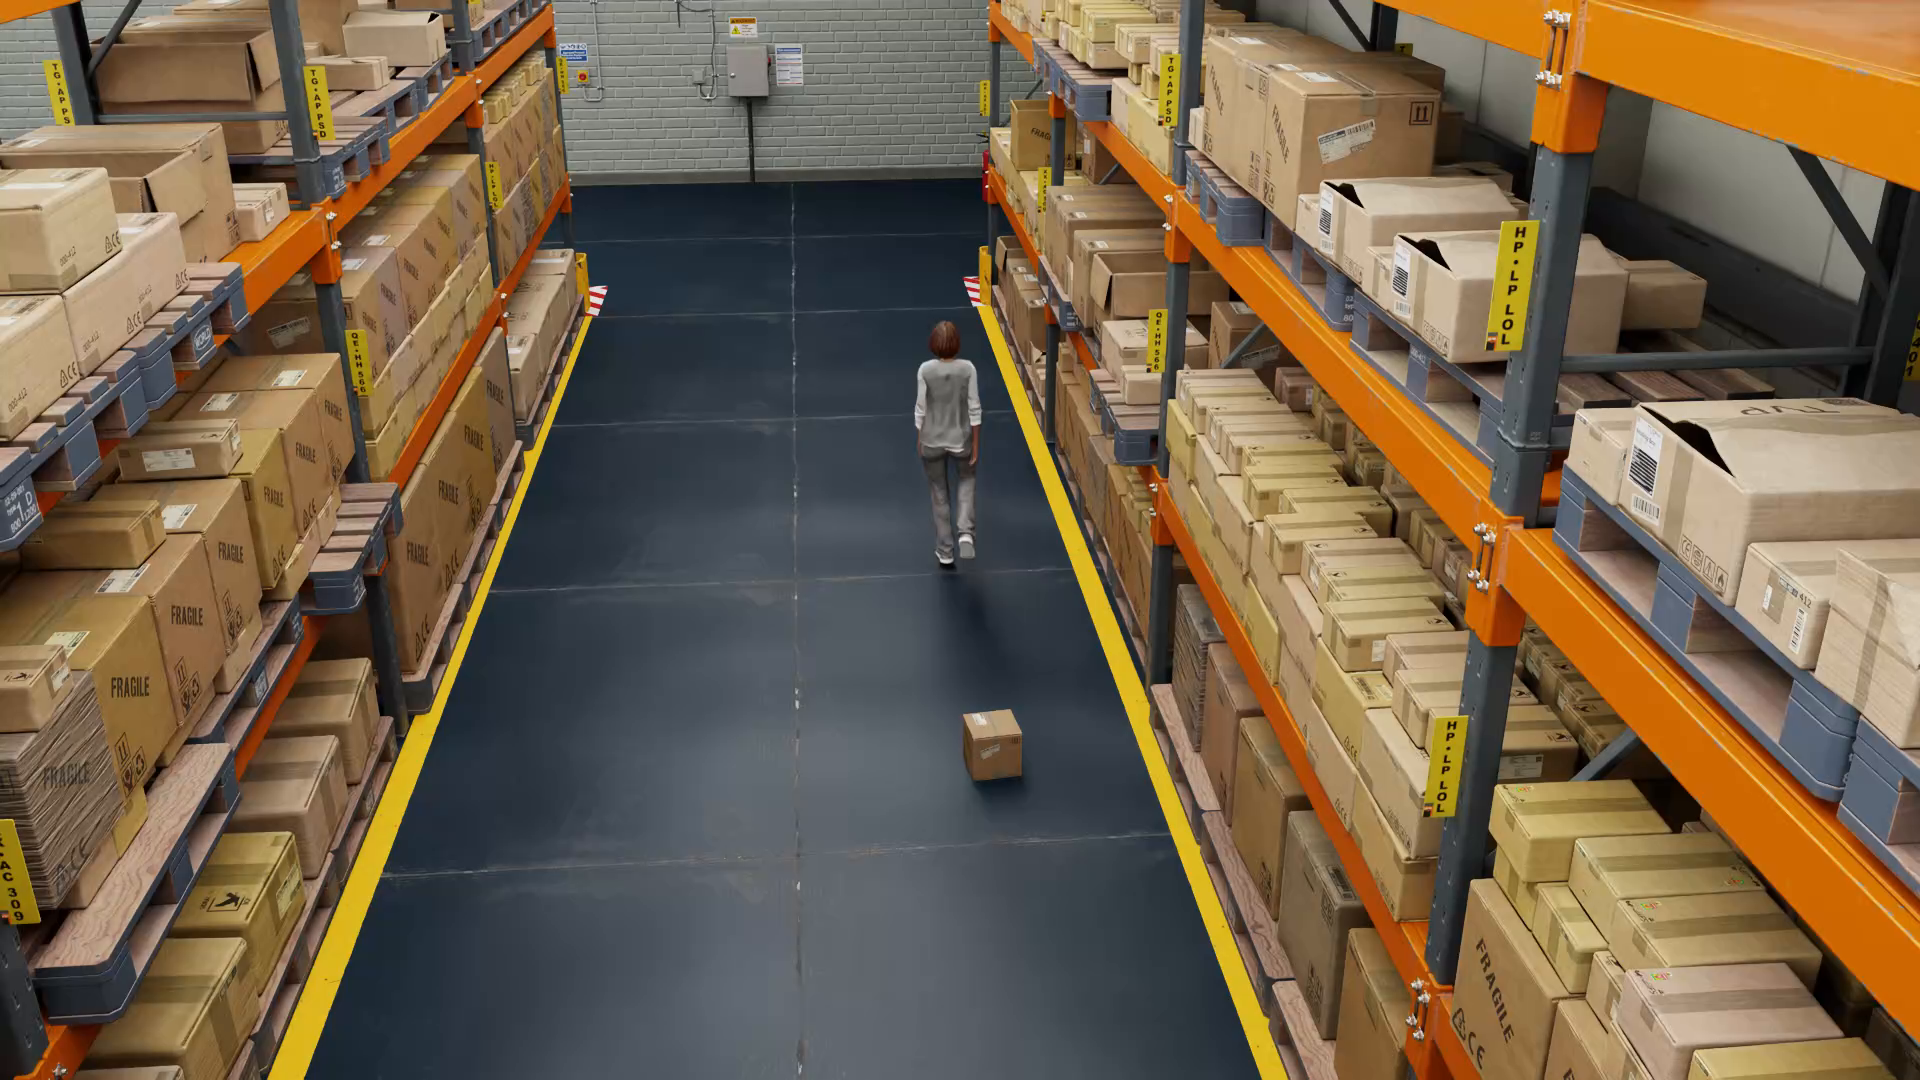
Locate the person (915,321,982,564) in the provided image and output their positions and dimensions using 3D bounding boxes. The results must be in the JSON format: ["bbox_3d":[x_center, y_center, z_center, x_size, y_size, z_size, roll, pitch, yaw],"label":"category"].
[{"bbox_3d":[-0.076,-0.615,10.430,0.414,1.591,0.409,-2,24,-4],"label":"person"}]
